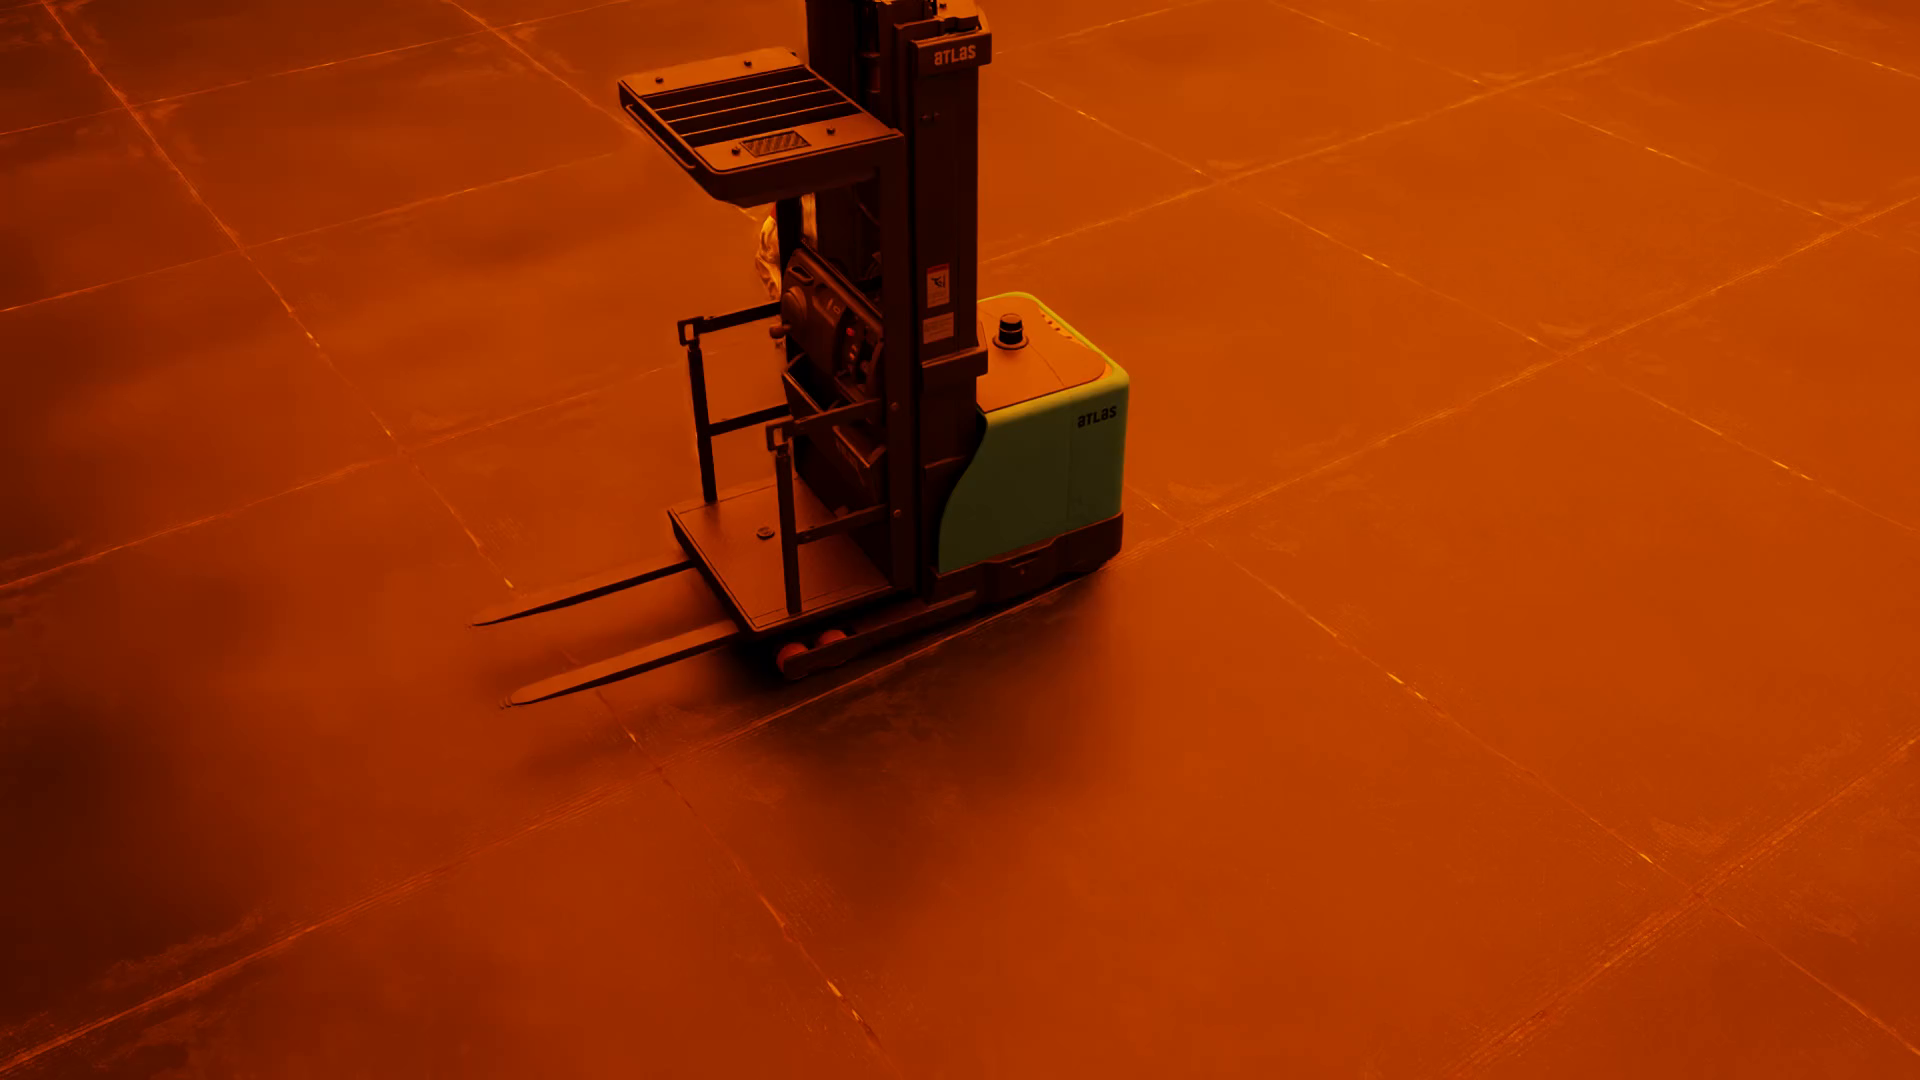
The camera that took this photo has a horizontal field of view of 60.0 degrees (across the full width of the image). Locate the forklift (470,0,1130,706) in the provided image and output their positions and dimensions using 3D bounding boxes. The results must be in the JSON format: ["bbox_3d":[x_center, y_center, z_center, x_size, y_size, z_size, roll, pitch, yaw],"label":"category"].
[{"bbox_3d":[-0.741,-0.905,7.168,3.031,2.935,1.130,-18,40,-23],"label":"forklift"}]

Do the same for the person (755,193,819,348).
[{"bbox_3d":[-0.806,-1.905,9.628,1.033,1.659,0.524,-28,45,-33],"label":"person"}]
